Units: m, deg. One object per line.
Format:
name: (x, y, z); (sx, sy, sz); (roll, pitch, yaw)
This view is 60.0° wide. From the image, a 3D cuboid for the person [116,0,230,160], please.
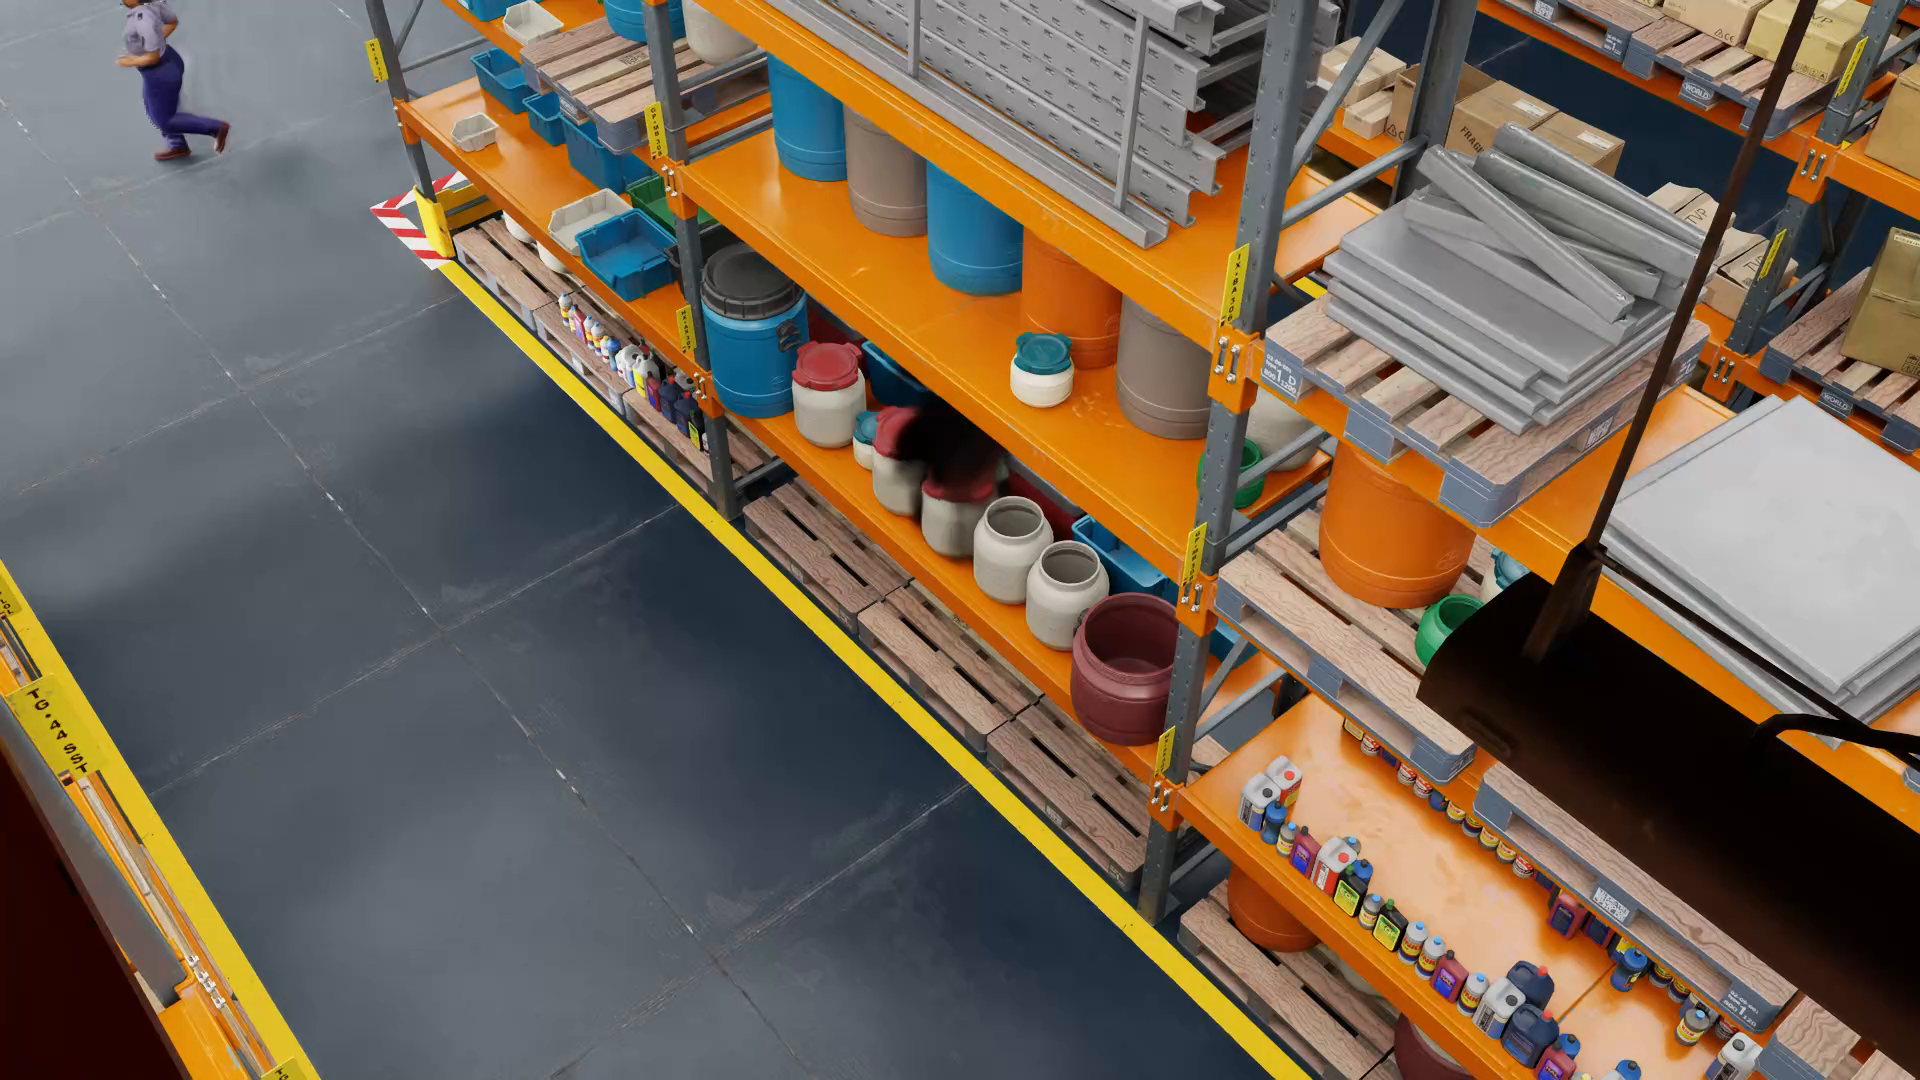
person: (-6.451, -3.810, 13.495); (0.708, 1.602, 0.615); (-7, 47, -7)
